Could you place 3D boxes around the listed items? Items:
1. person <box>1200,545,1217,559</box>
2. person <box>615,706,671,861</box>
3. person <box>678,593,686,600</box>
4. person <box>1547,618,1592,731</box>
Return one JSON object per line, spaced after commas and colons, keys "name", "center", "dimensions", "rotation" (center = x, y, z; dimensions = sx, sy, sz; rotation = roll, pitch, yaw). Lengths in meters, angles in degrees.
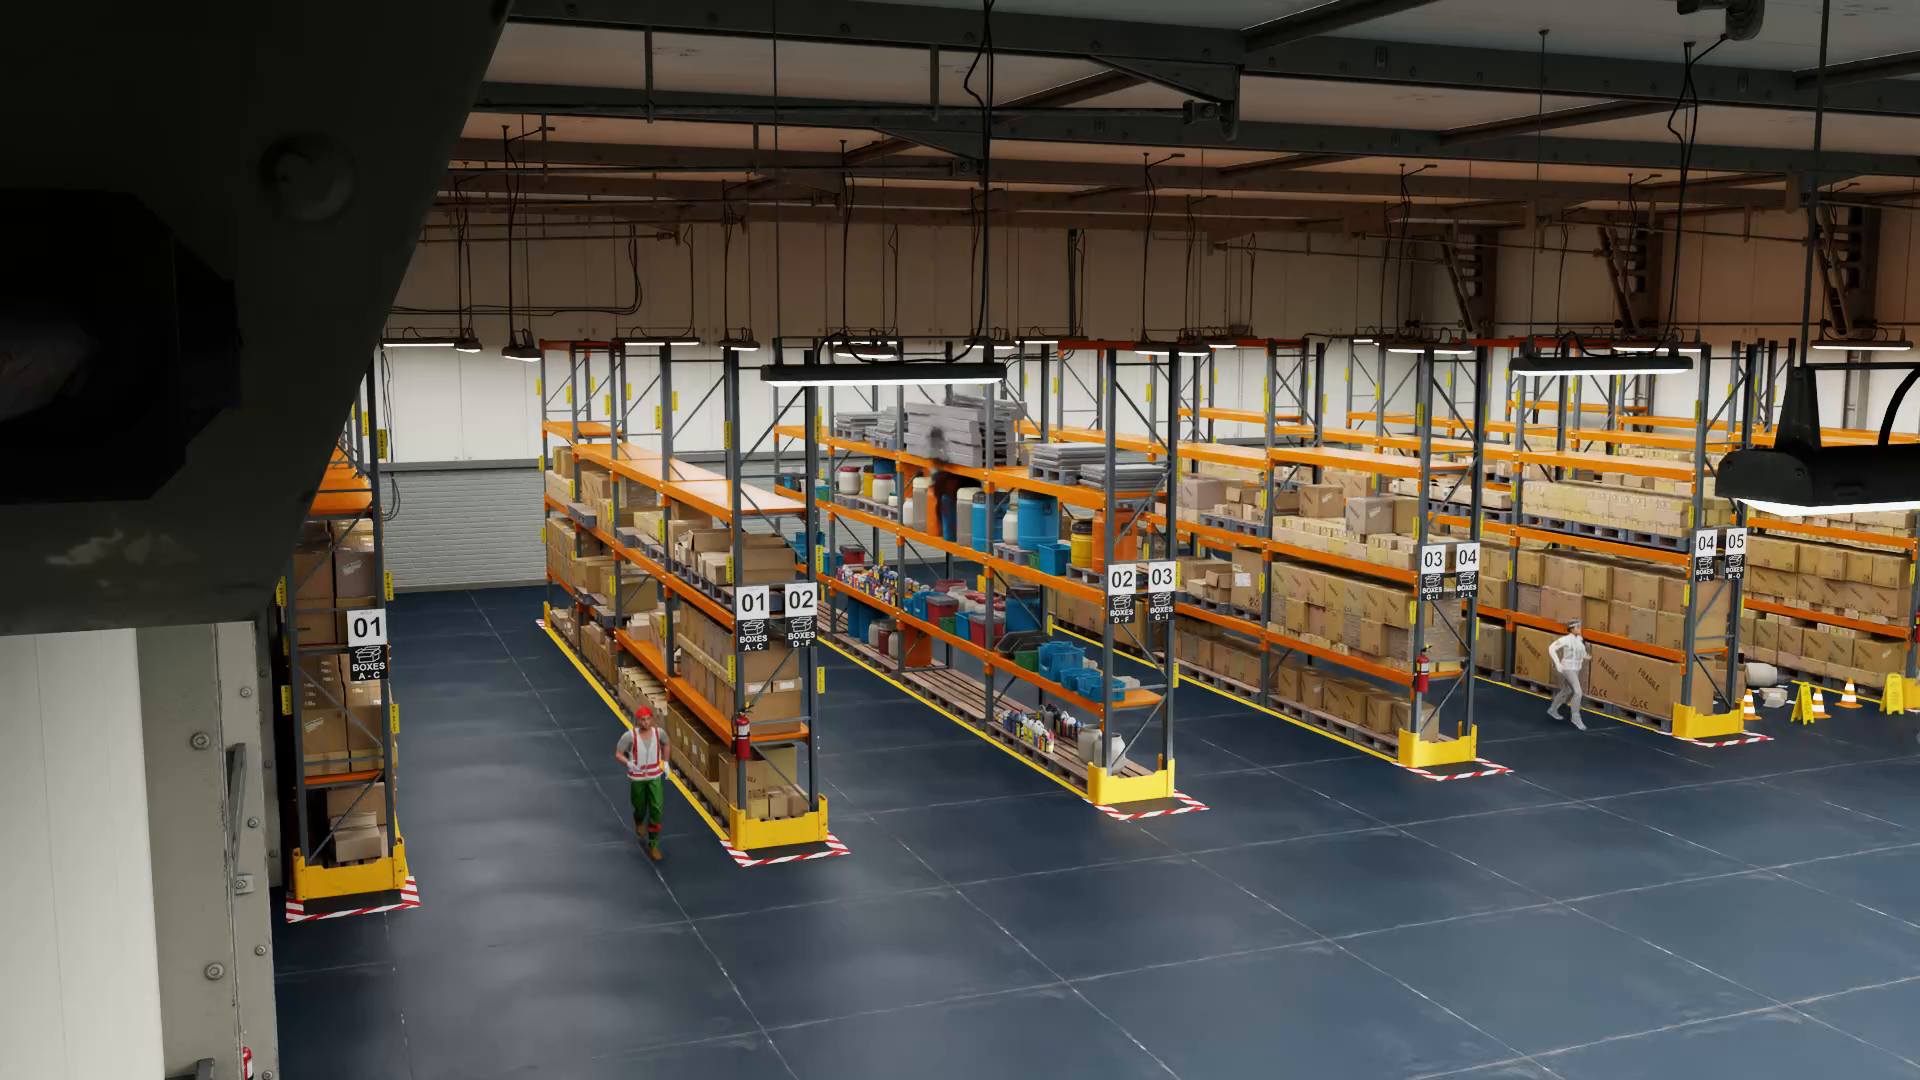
{"name": "person", "center": [6.224, -0.013, 42.499], "dimensions": [0.770, 1.639, 0.567], "rotation": [-5, 9, -35]}
{"name": "person", "center": [-3.789, 2.866, 19.998], "dimensions": [0.694, 1.785, 0.911], "rotation": [-3, 8, -20]}
{"name": "person", "center": [-5.520, 1.091, 33.880], "dimensions": [0.611, 1.735, 0.738], "rotation": [-4, 9, -31]}
{"name": "person", "center": [9.632, 2.080, 26.238], "dimensions": [0.598, 1.738, 0.753], "rotation": [-6, 10, -40]}
